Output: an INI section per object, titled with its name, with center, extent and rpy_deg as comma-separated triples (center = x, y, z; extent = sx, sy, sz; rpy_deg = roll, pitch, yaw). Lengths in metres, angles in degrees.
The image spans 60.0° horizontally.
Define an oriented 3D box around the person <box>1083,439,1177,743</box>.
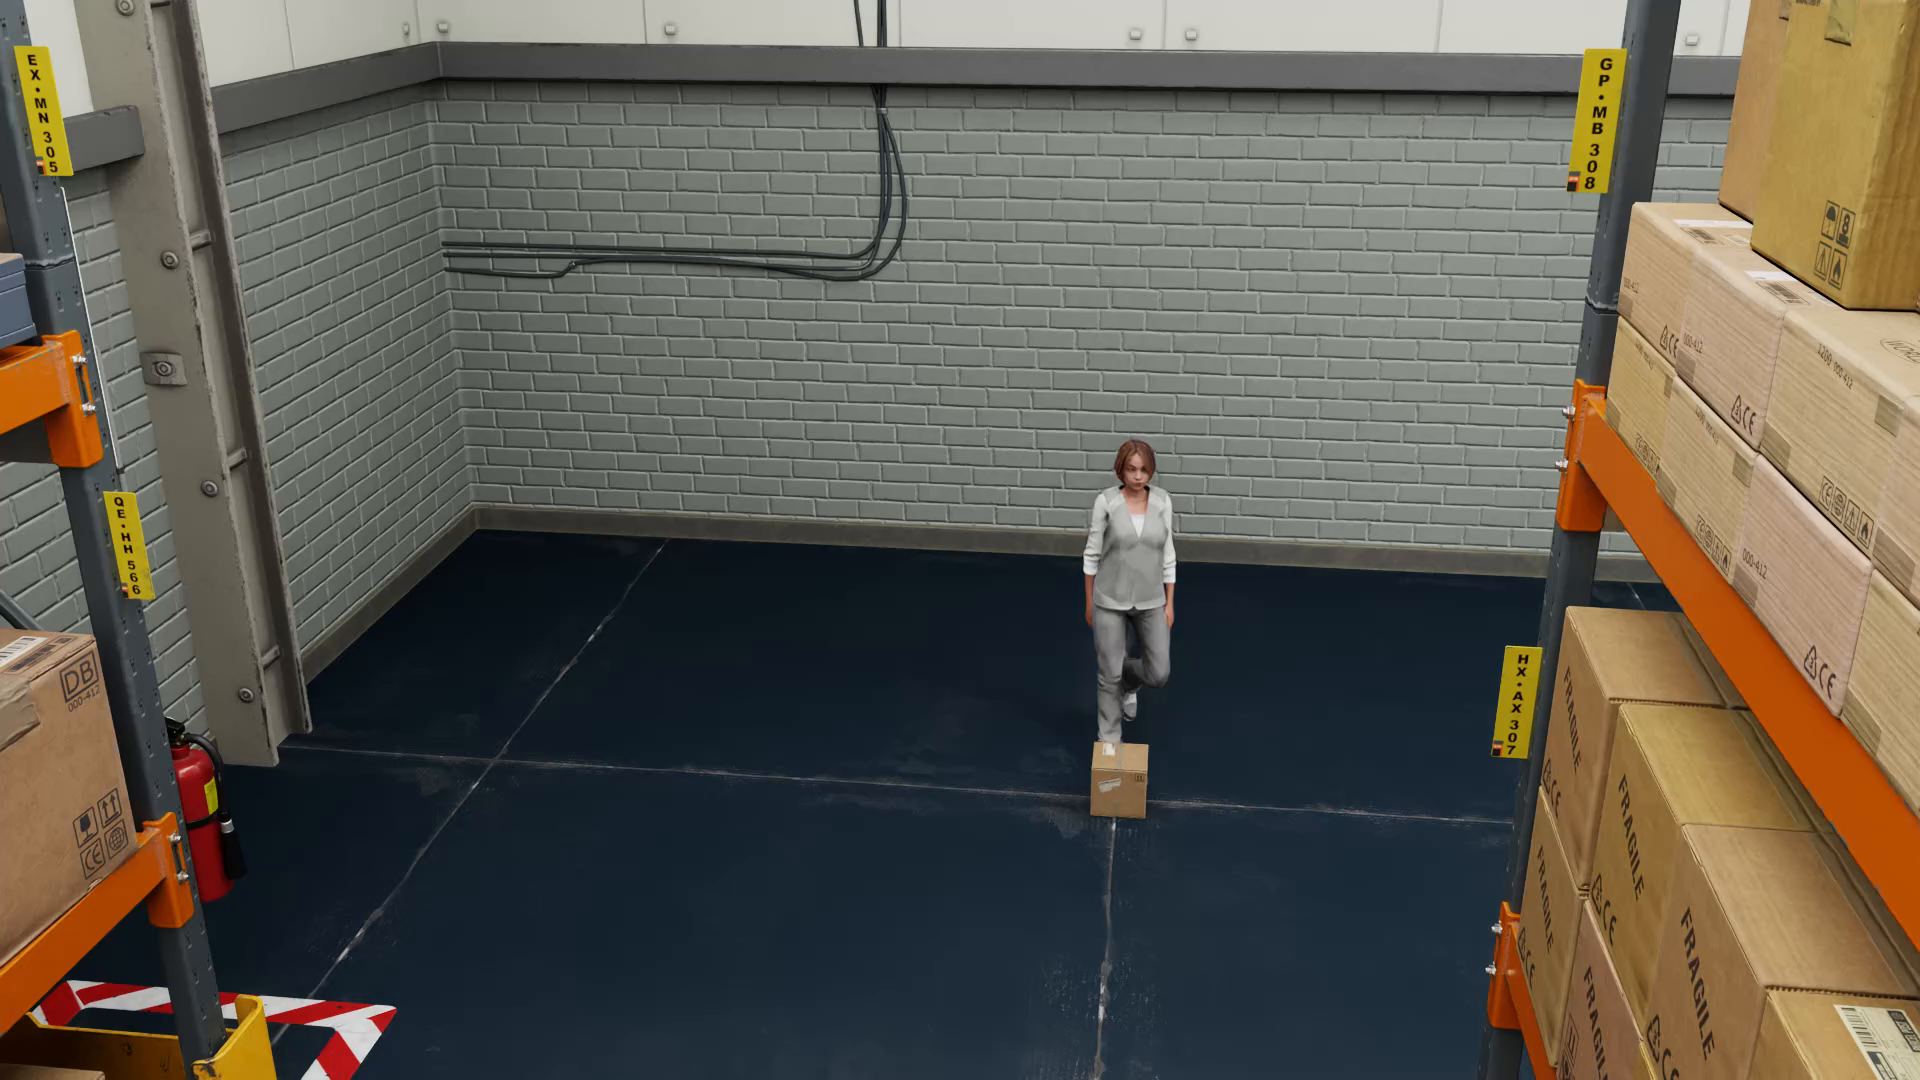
[person]
center = 0.799, 0.301, 7.823
extent = 0.432, 1.591, 0.578
rpy_deg = -3, 22, -7
